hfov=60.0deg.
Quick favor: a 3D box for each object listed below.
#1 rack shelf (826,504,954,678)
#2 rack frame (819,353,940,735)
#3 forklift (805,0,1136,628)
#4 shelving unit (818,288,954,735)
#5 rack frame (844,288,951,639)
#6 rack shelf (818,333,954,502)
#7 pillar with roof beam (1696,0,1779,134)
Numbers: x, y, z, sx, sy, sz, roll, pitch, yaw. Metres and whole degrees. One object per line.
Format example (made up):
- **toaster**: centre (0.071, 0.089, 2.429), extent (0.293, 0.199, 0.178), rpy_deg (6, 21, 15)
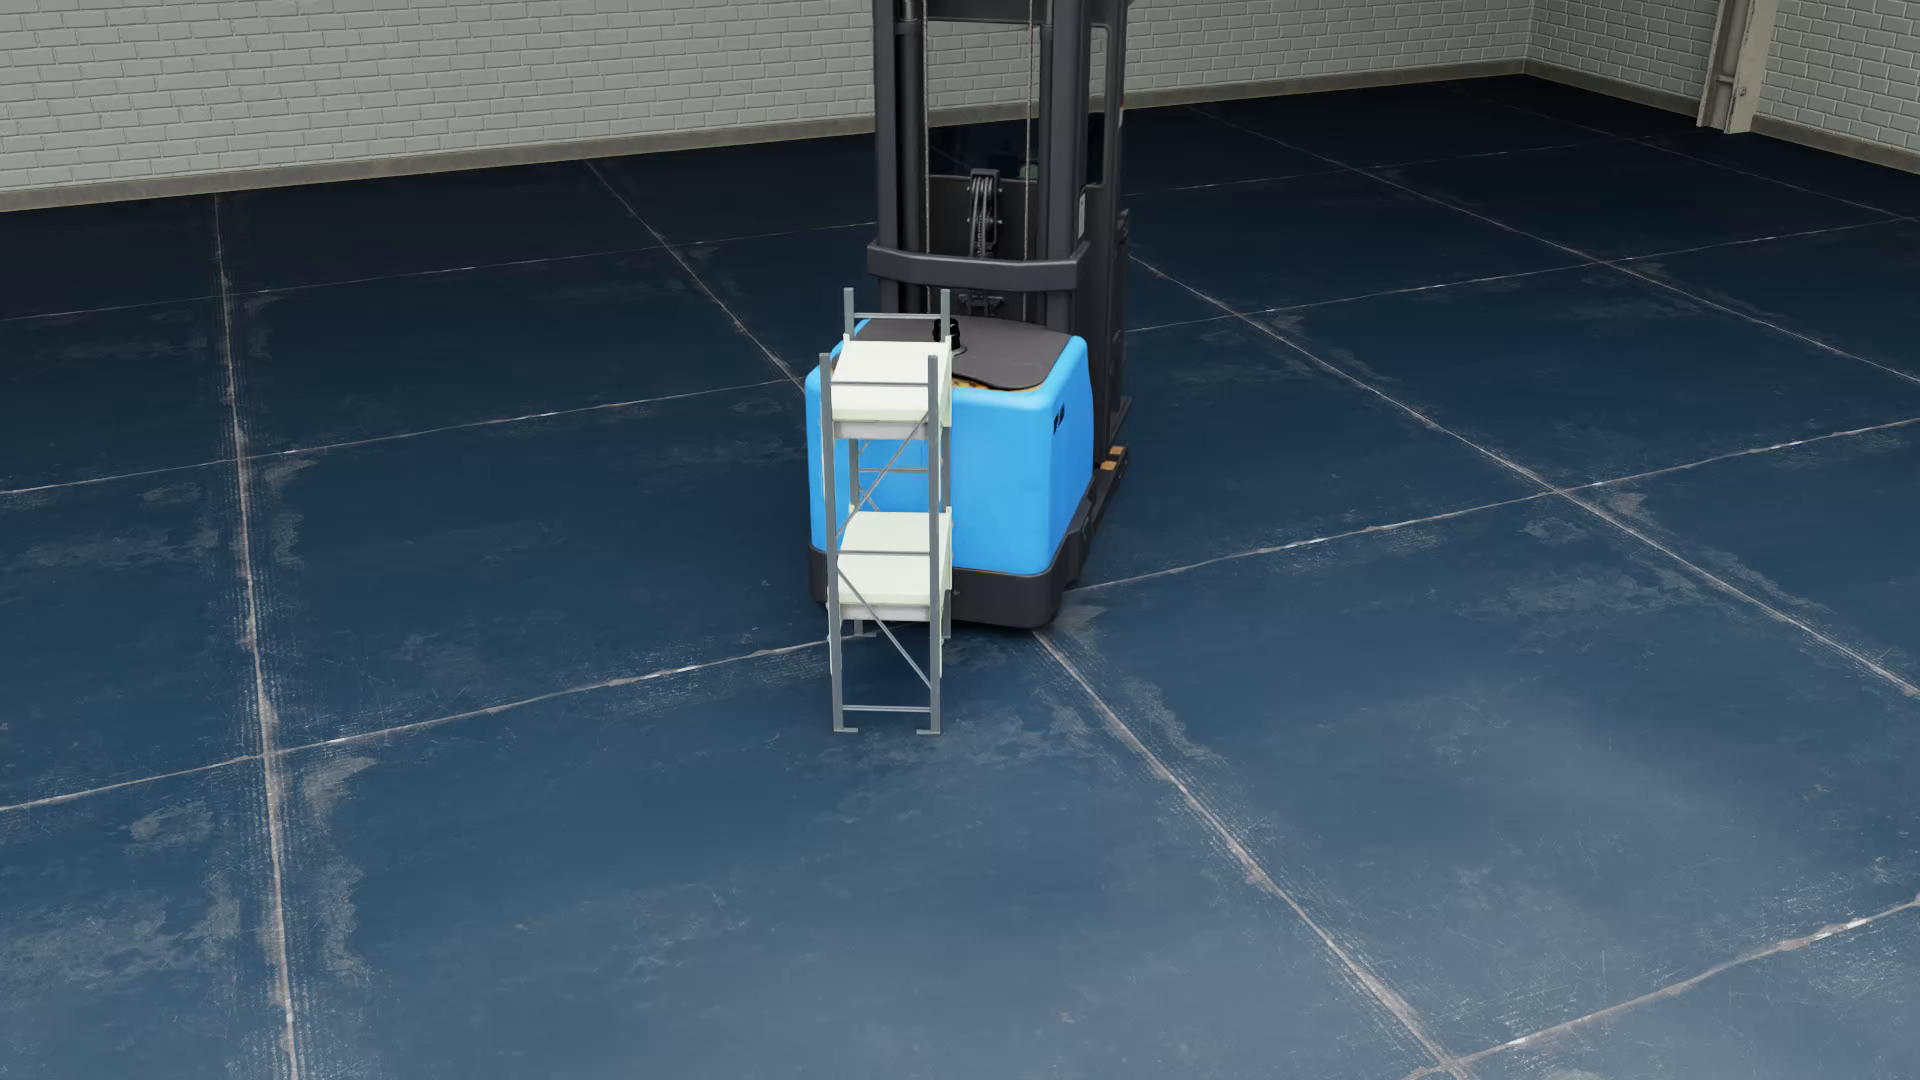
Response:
- **rack shelf**: centre (-0.256, 0.183, 6.409), extent (0.431, 0.370, 0.720), rpy_deg (1, 26, 3)
- **rack frame**: centre (-0.275, 0.050, 5.937), extent (0.400, 1.500, 0.023), rpy_deg (1, 26, 3)
- **forklift**: centre (0.230, -1.579, 7.644), extent (1.130, 2.935, 3.031), rpy_deg (7, 27, 13)
- **shelving unit**: centre (-0.256, -0.110, 6.266), extent (0.431, 1.500, 0.755), rpy_deg (1, 26, 3)
- **rack frame**: centre (-0.238, -0.270, 6.594), extent (0.400, 1.500, 0.023), rpy_deg (1, 26, 3)
- **rack shelf**: centre (-0.256, -0.461, 6.095), extent (0.431, 0.370, 0.720), rpy_deg (1, 26, 3)
- **pillar with roof beam**: centre (3.262, -7.199, 12.239), extent (9.100, 9.000, 0.400), rpy_deg (-11, 28, -21)
